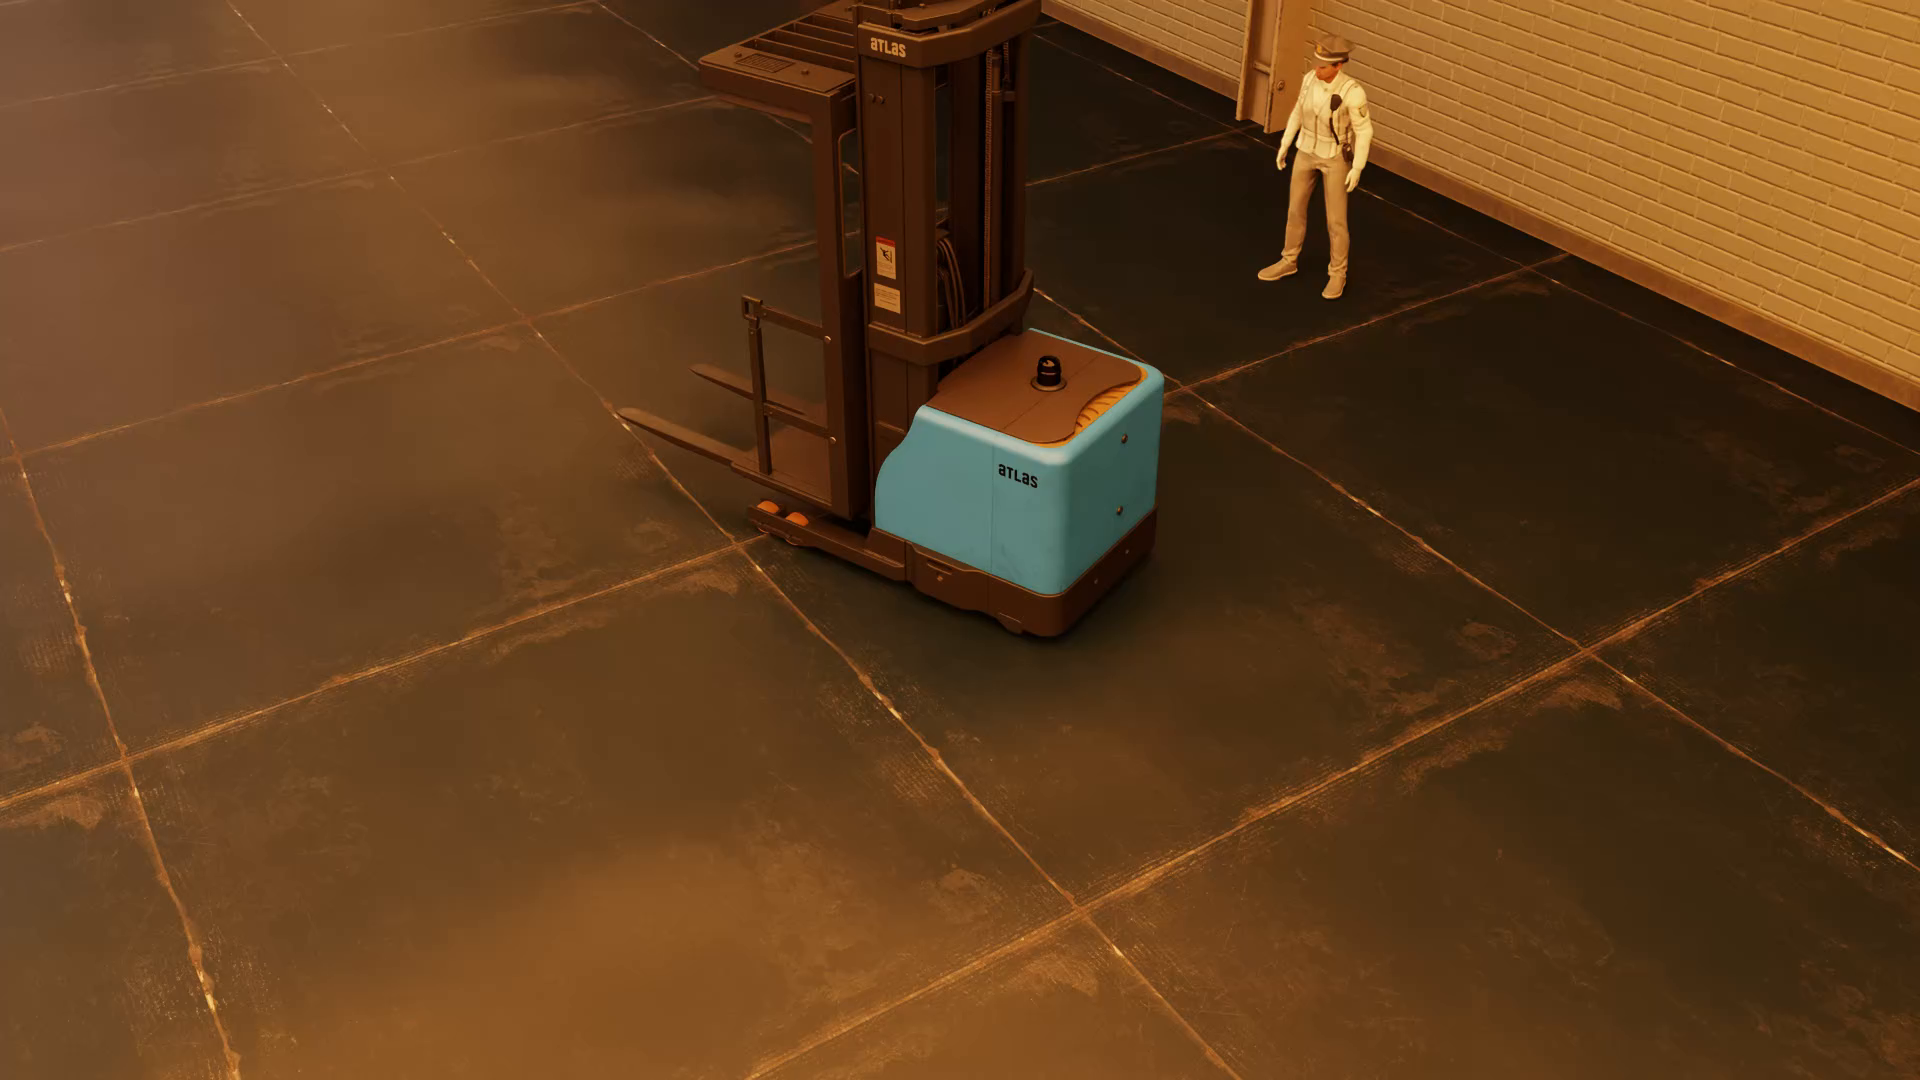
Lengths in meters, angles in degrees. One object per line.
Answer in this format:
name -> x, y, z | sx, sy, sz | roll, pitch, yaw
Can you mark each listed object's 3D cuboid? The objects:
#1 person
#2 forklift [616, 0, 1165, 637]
person -> 2.325, -2.431, 10.713 | 0.633, 1.670, 0.417 | 28, 44, 34
forklift -> -0.500, -1.399, 8.138 | 3.031, 2.935, 1.130 | 22, 41, 28
